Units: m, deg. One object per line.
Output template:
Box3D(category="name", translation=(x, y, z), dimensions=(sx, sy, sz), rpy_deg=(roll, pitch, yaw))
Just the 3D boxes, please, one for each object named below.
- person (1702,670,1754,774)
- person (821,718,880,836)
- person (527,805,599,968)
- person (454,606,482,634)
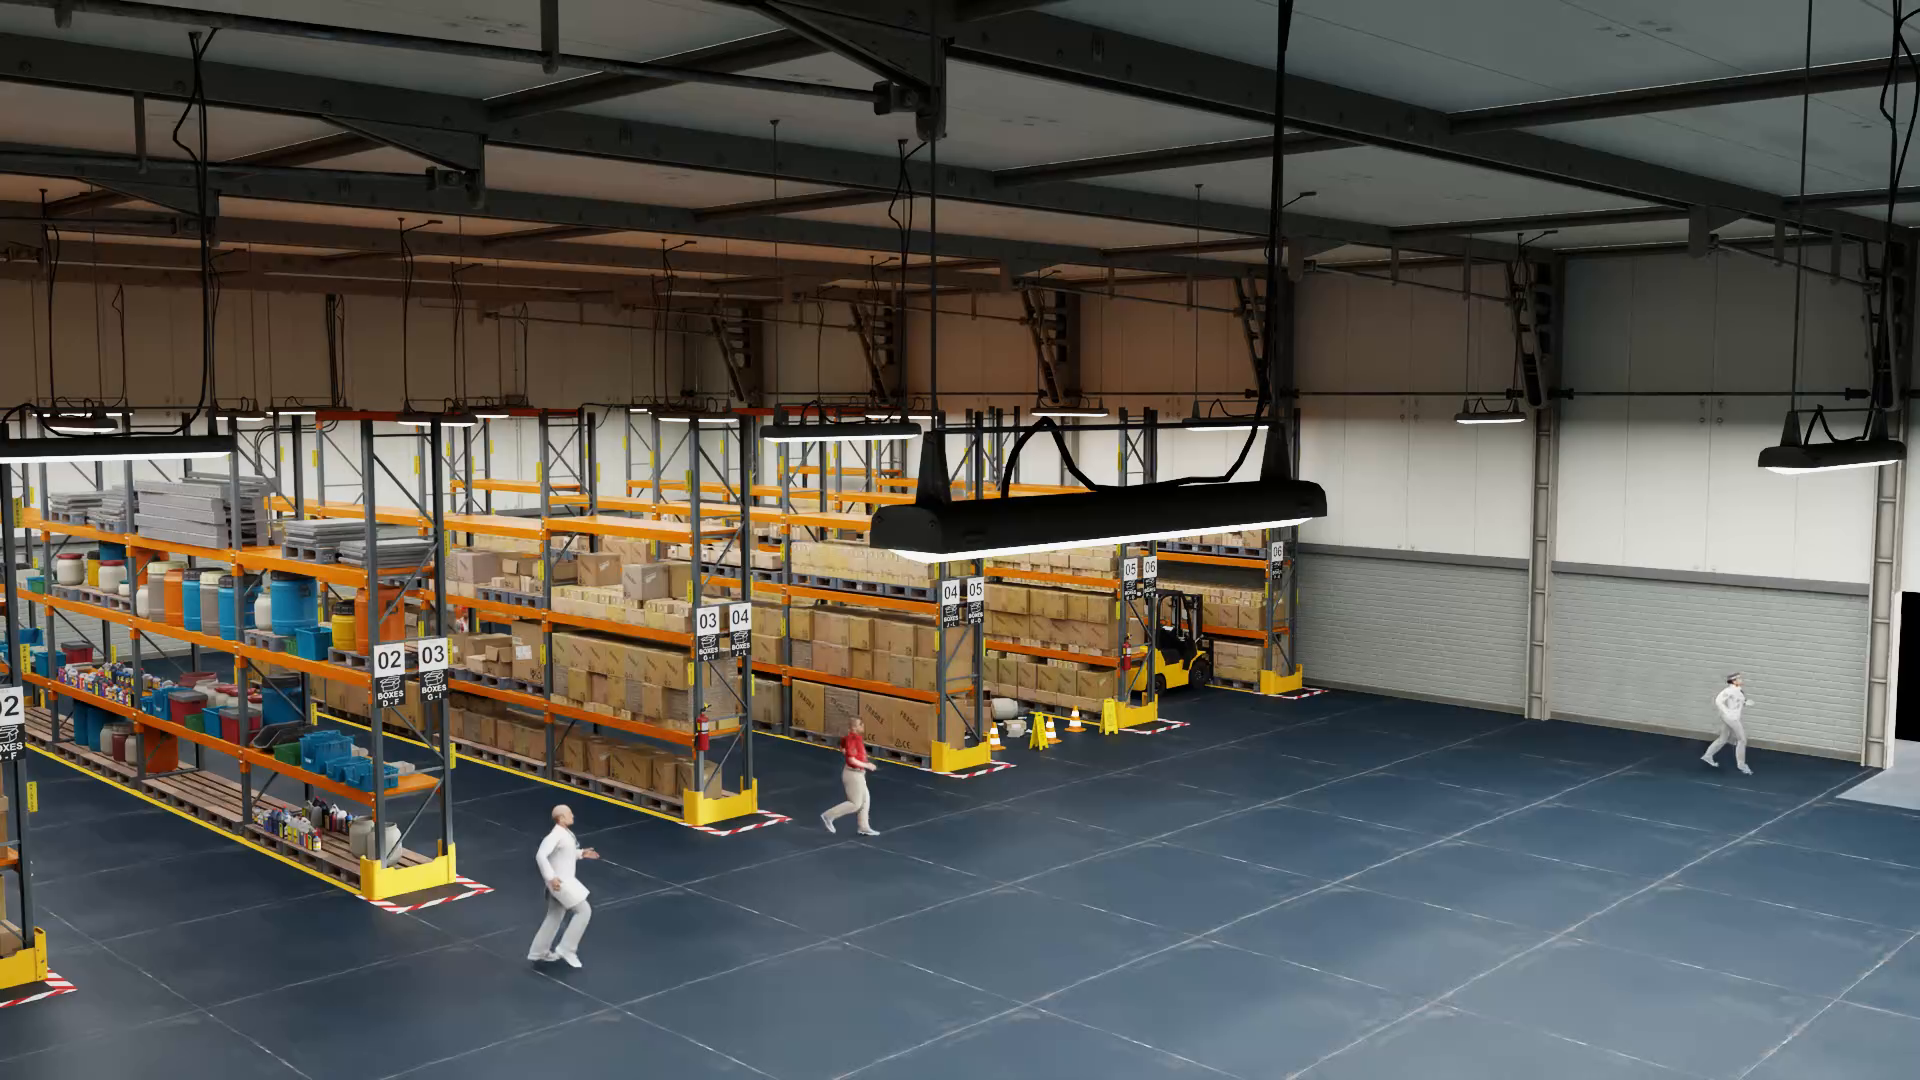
Box3D(category="person", translation=(12.884, 3.028, 27.847), dimensions=(0.805, 1.748, 0.586), rpy_deg=(2, 6, 24))
Box3D(category="person", translation=(-1.570, 3.397, 23.739), dimensions=(0.861, 1.722, 0.671), rpy_deg=(-1, 5, -8))
Box3D(category="person", translation=(-4.397, 3.831, 18.421), dimensions=(0.808, 1.823, 0.693), rpy_deg=(-2, 5, -20))
Box3D(category="person", translation=(-10.633, 2.282, 35.950), dimensions=(0.695, 1.741, 0.665), rpy_deg=(-4, 6, -38))
